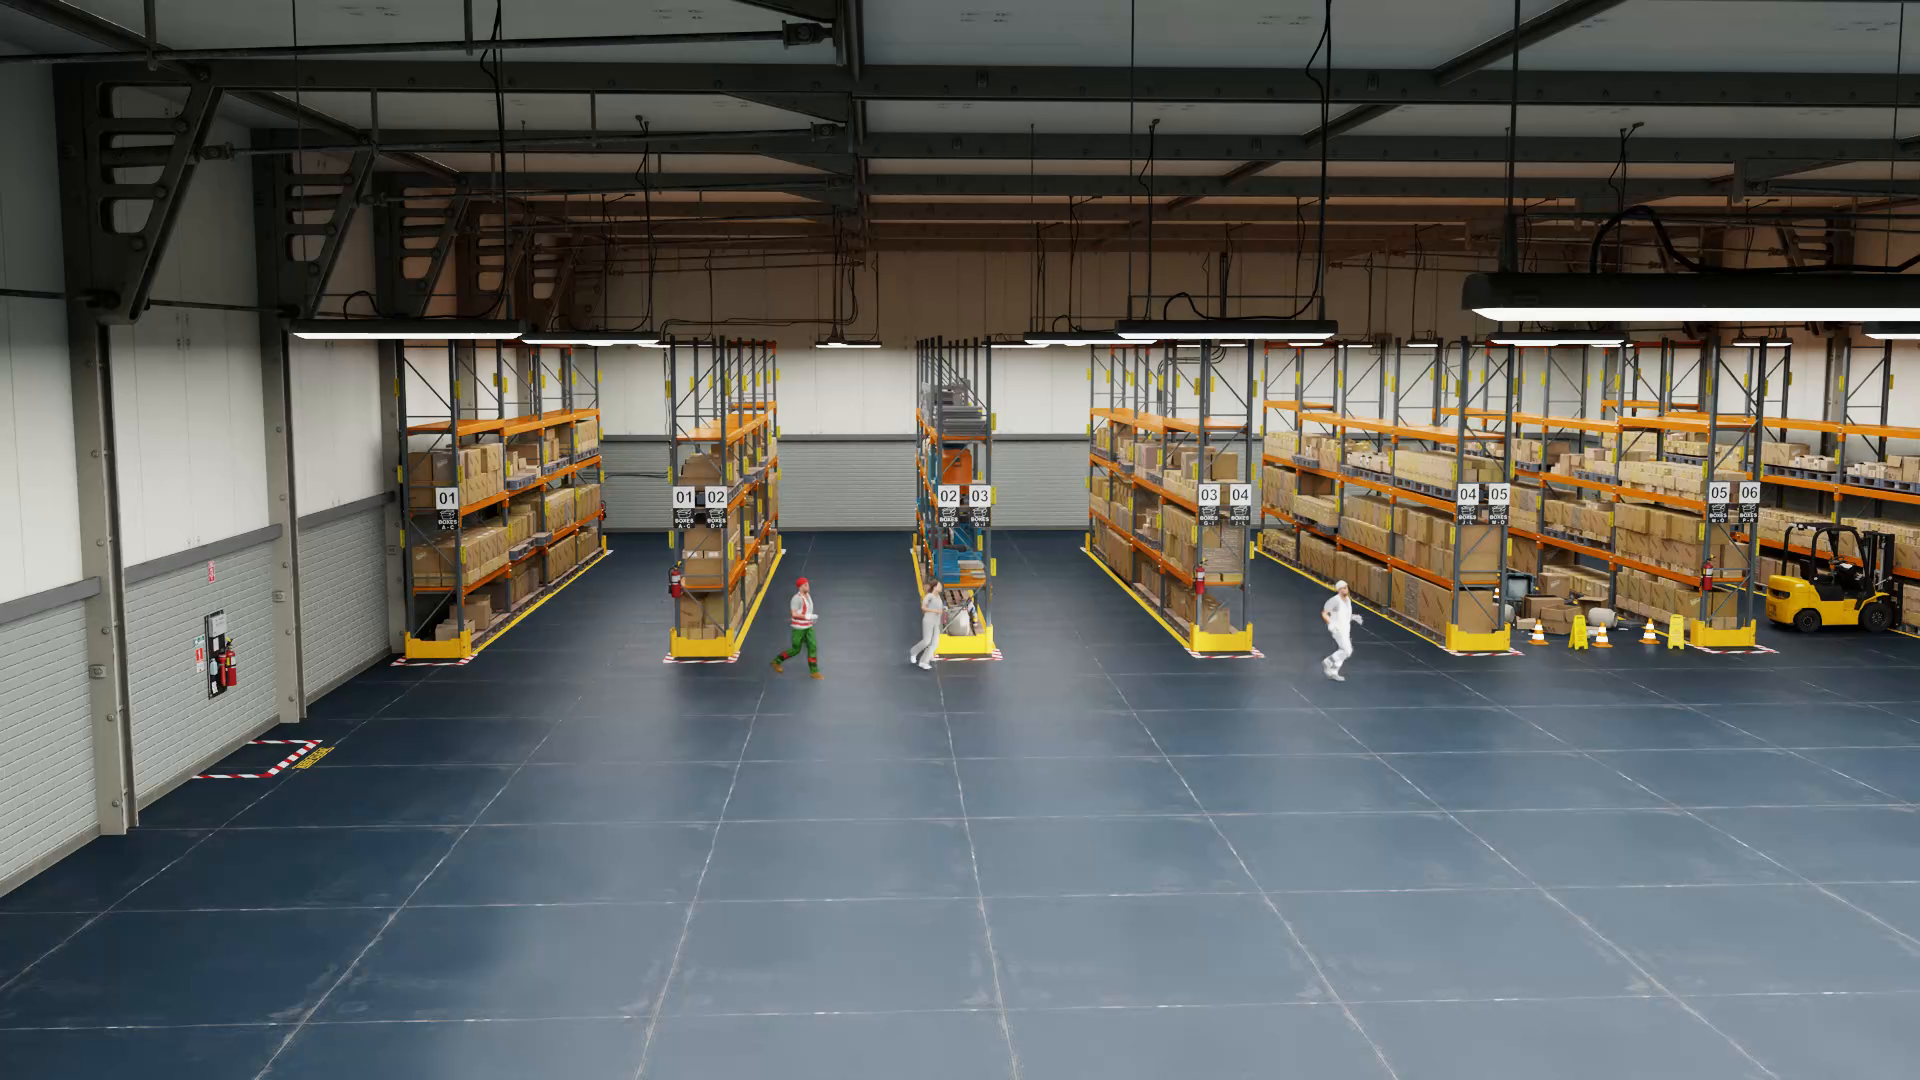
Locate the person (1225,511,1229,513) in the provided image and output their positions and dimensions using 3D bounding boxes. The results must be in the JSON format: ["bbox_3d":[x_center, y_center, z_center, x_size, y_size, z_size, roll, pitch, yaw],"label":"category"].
[{"bbox_3d":[7.381,-0.496,47.298,0.862,1.708,0.733,1,7,6],"label":"person"}]

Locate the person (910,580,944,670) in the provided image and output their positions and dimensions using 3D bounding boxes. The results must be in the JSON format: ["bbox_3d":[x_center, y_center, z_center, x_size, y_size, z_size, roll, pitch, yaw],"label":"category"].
[{"bbox_3d":[-0.553,1.516,30.318,0.709,1.571,0.707,-6,9,-45],"label":"person"}]

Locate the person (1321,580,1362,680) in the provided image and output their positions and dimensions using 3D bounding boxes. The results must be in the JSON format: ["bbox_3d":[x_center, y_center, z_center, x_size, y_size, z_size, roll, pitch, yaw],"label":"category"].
[{"bbox_3d":[6.660,1.572,28.934,0.607,1.749,0.637,6,9,42],"label":"person"}]

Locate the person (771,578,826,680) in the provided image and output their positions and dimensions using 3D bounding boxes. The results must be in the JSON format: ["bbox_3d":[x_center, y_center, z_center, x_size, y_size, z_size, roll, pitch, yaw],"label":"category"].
[{"bbox_3d":[-2.797,1.539,29.052,0.989,1.789,0.670,3,7,24],"label":"person"}]
